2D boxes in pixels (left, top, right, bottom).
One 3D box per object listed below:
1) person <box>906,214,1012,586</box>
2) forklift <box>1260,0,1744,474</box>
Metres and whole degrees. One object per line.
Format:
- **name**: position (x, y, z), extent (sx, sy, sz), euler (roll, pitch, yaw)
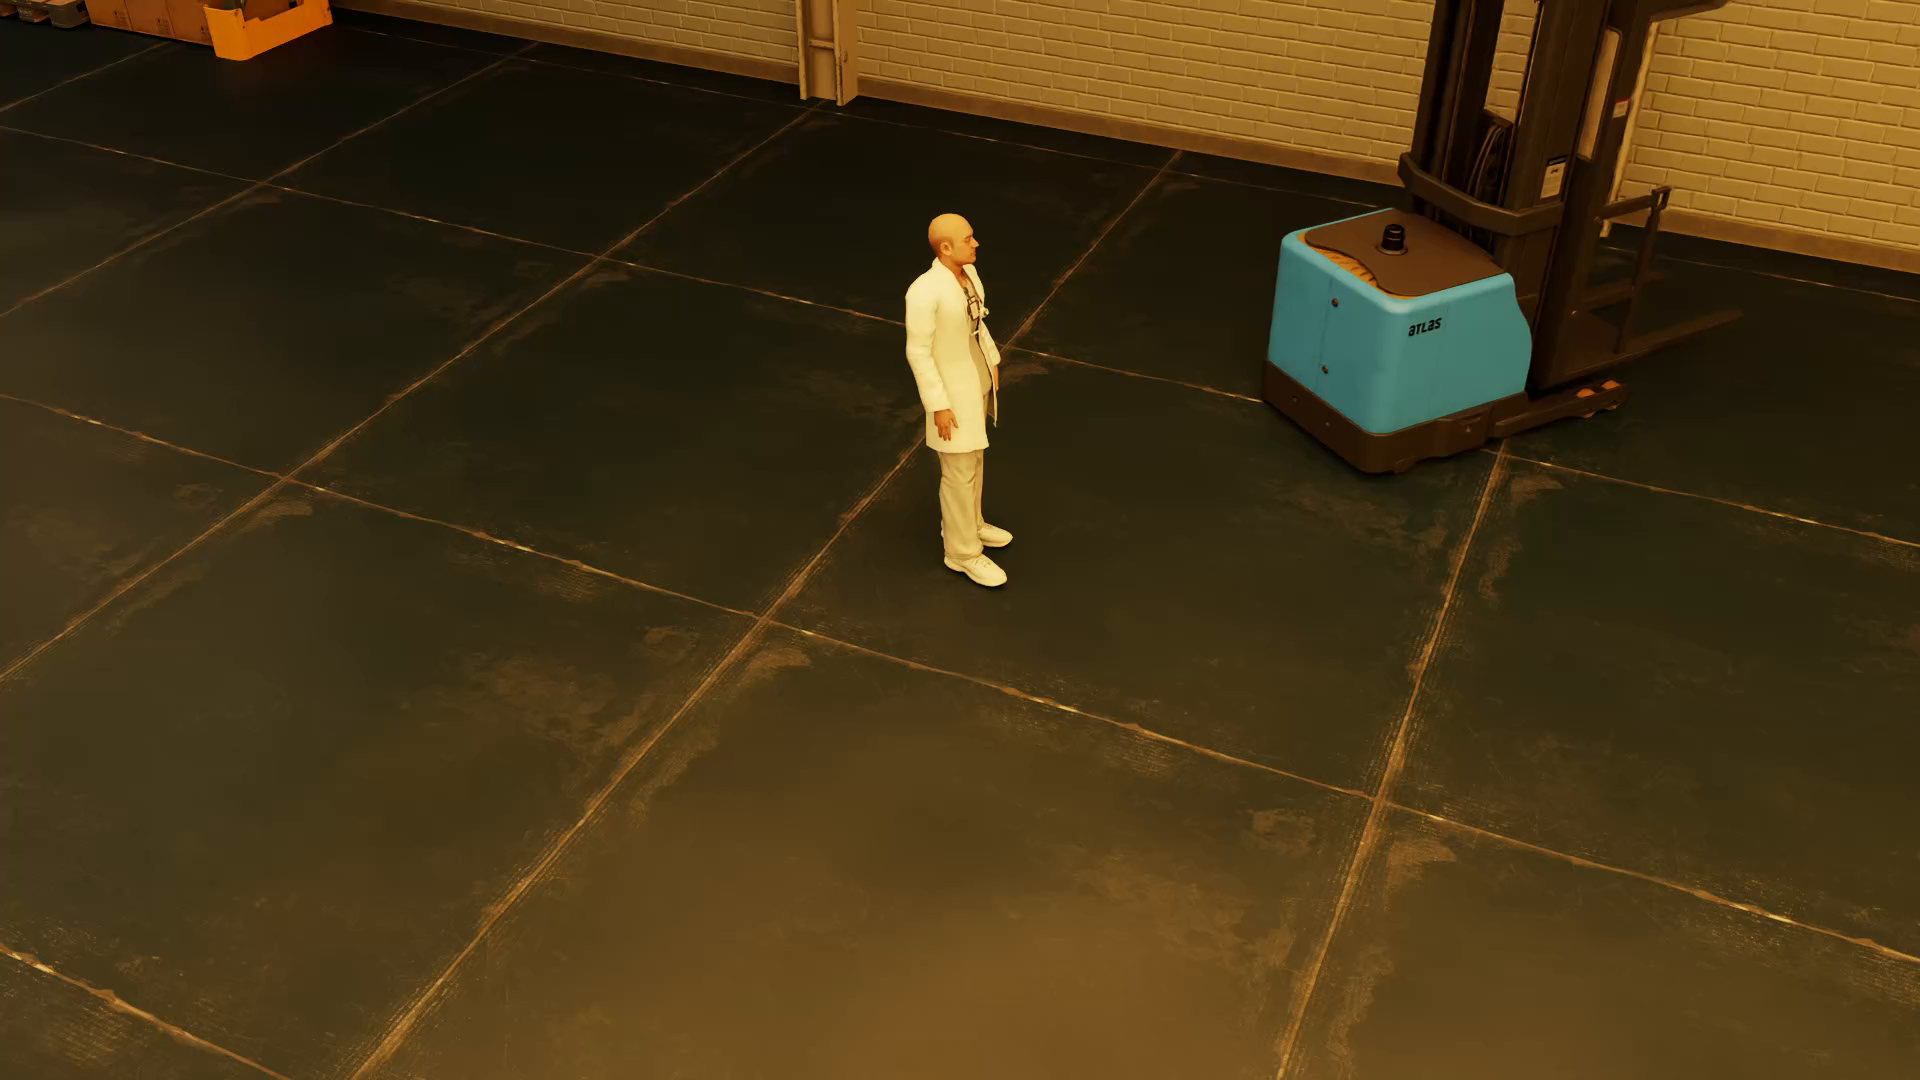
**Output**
- **person**: position (0.082, -0.706, 8.056), extent (0.578, 1.778, 0.698), euler (15, 38, 20)
- **forklift**: position (3.295, -2.151, 9.103), extent (3.031, 2.935, 1.130), euler (-17, 39, -22)
